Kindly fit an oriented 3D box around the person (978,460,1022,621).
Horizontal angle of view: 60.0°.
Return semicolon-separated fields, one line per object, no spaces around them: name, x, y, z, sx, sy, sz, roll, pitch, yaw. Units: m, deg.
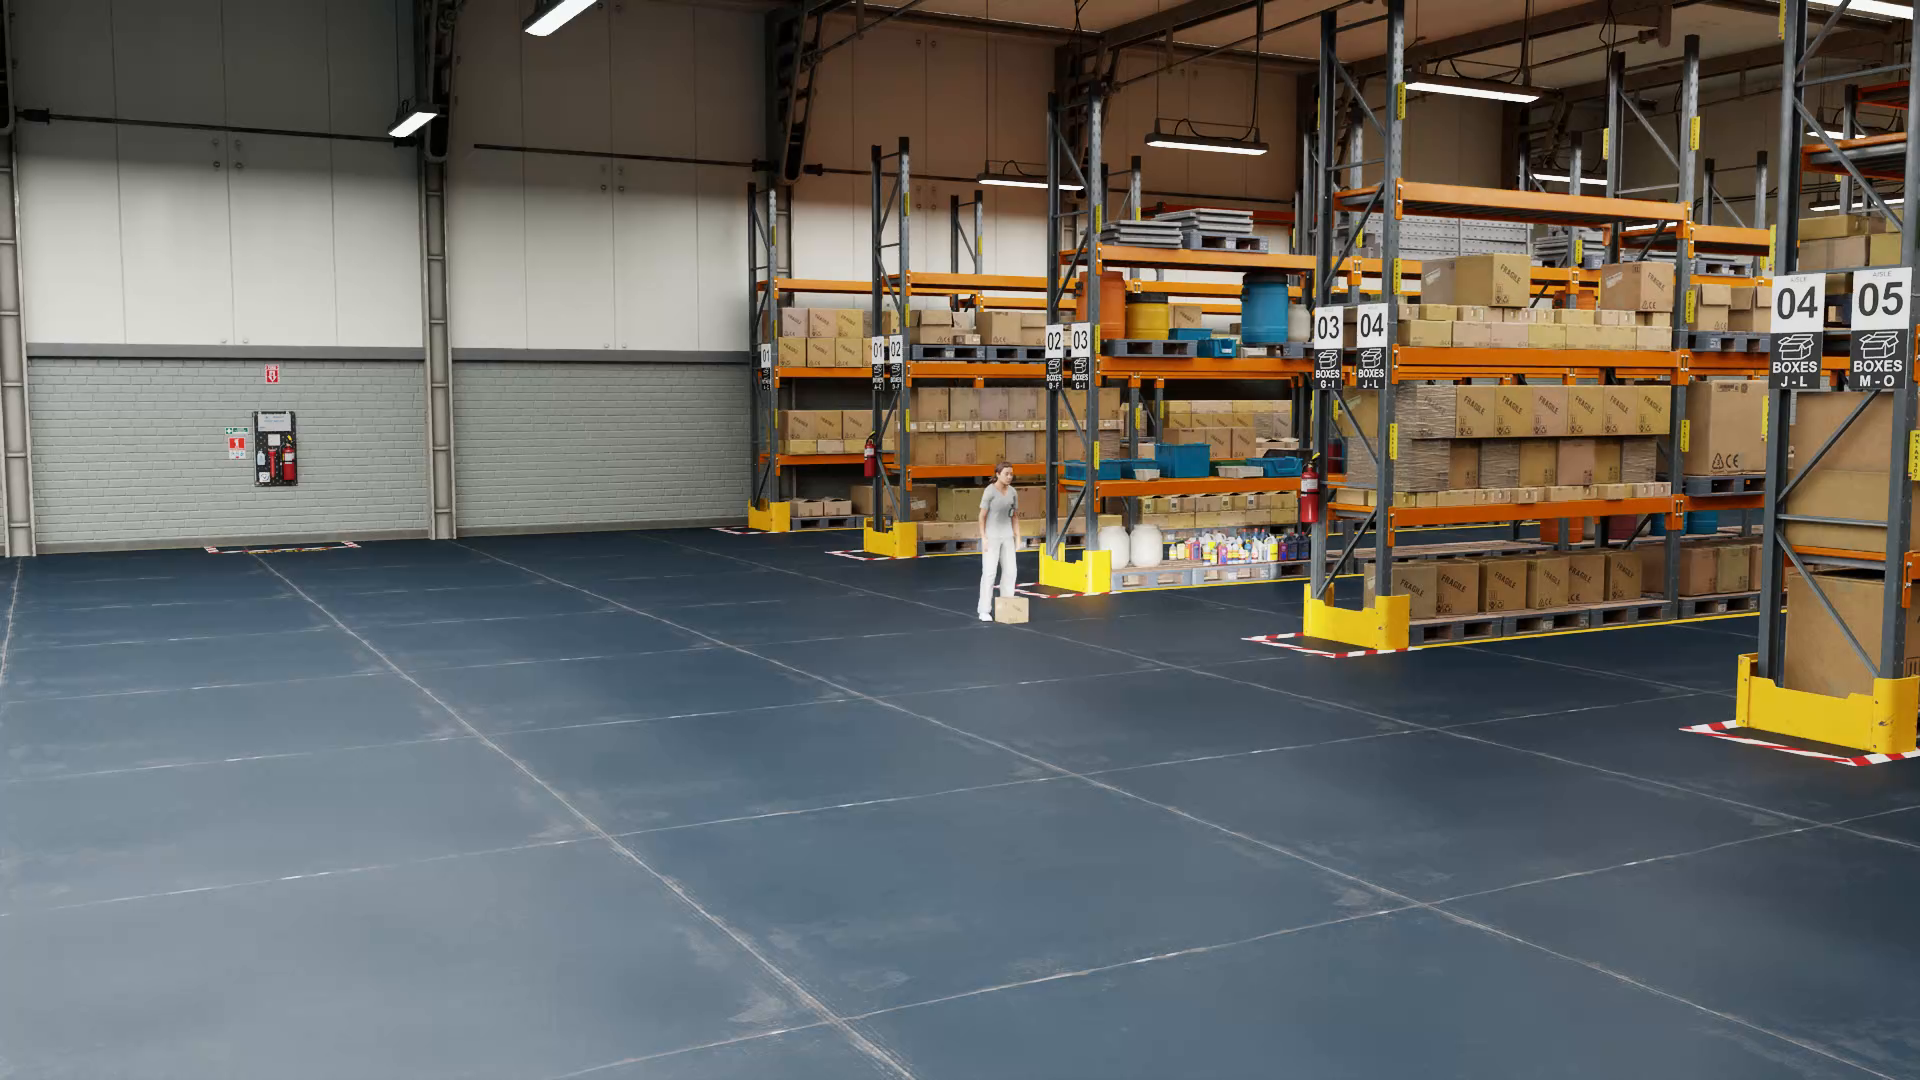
person;0.430;0.001;17.457;0.511;1.673;0.407;-3;6;-31
